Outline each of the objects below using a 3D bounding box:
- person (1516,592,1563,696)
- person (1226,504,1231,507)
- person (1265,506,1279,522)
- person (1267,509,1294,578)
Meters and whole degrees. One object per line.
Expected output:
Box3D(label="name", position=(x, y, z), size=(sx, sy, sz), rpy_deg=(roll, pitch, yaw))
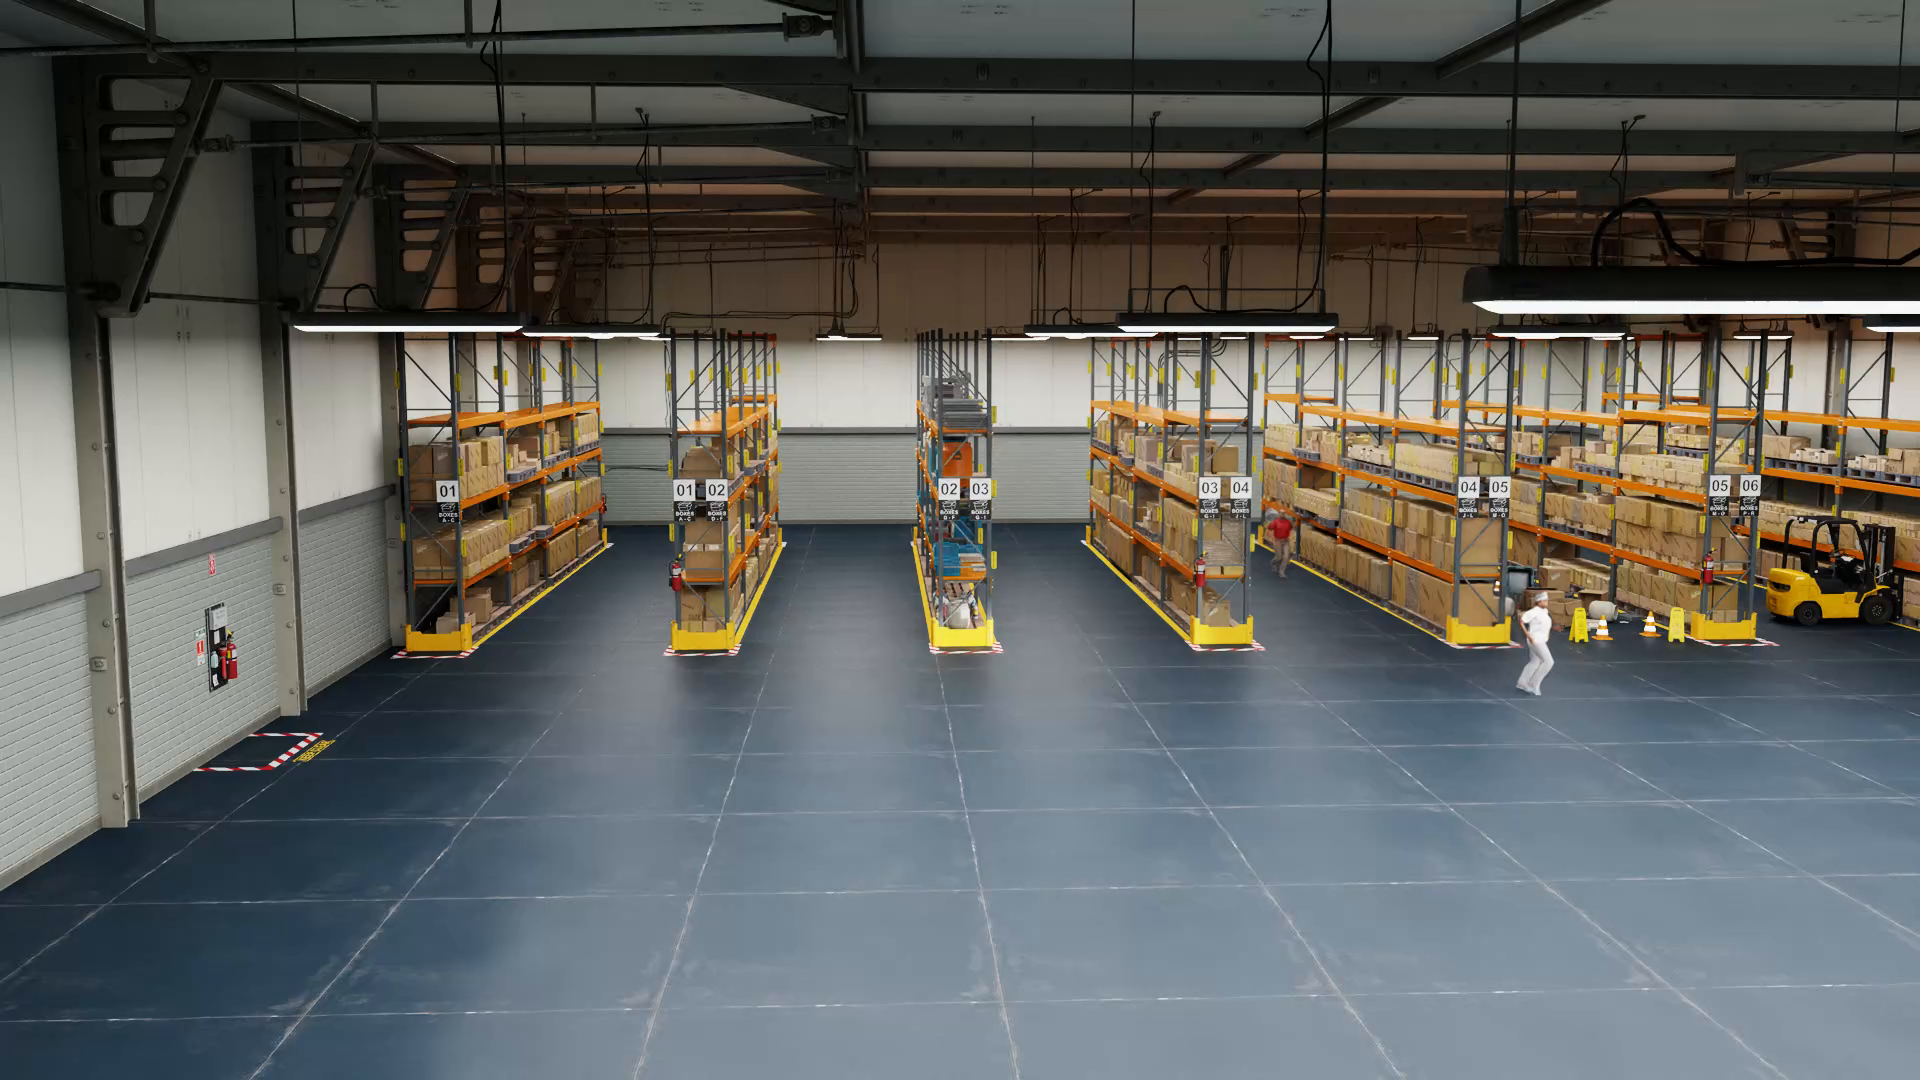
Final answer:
Box3D(label="person", position=(9.496, 1.697, 27.244), size=(0.693, 1.728, 0.548), rpy_deg=(5, 8, 37))
Box3D(label="person", position=(7.484, -0.623, 46.468), size=(0.658, 1.848, 0.778), rpy_deg=(0, 7, -1))
Box3D(label="person", position=(9.298, -0.889, 49.274), size=(0.838, 1.607, 0.782), rpy_deg=(3, 8, 27))
Box3D(label="person", position=(7.886, 0.077, 40.856), size=(0.679, 1.678, 0.619), rpy_deg=(-2, 7, -15))
